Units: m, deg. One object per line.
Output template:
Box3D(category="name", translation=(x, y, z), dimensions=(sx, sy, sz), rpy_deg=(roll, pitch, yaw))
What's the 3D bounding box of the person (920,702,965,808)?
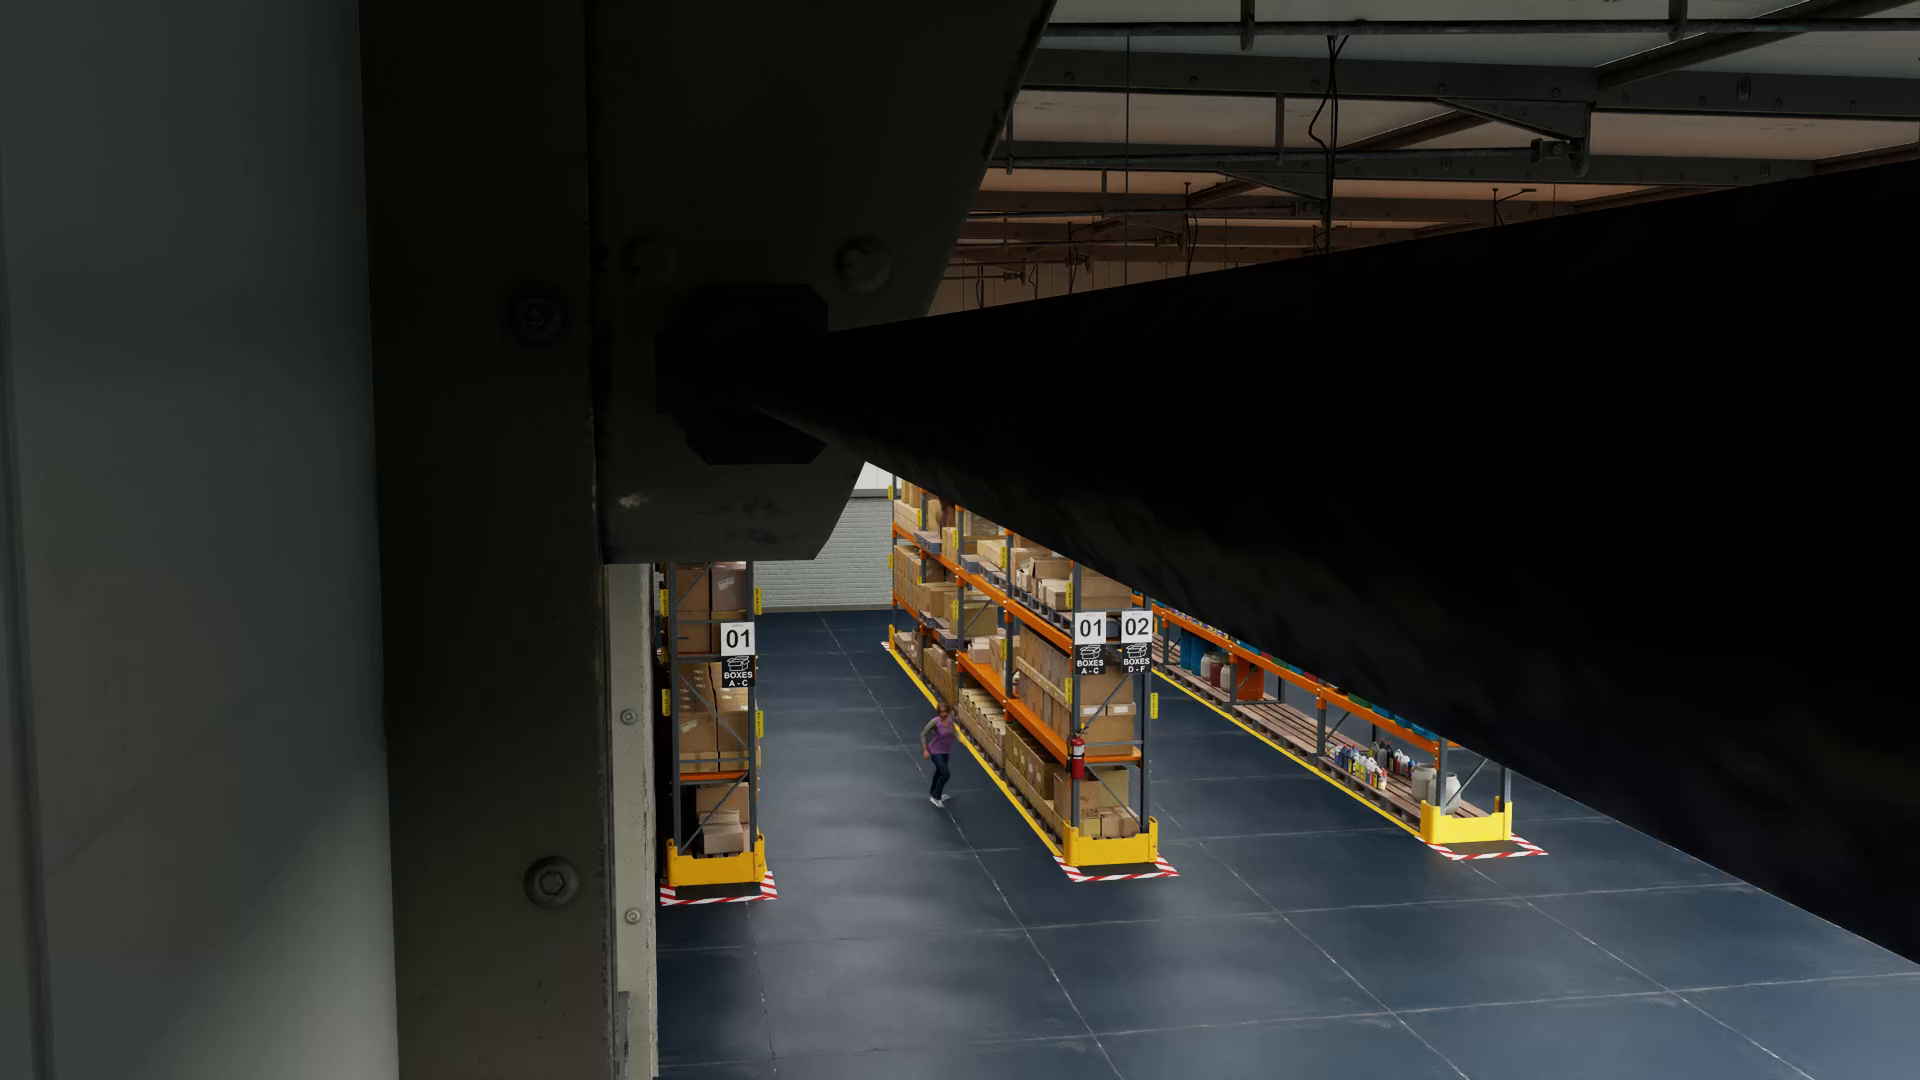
Box3D(category="person", translation=(-0.242, 3.045, 23.663), dimensions=(0.757, 1.551, 0.549), rpy_deg=(5, 8, 39))
